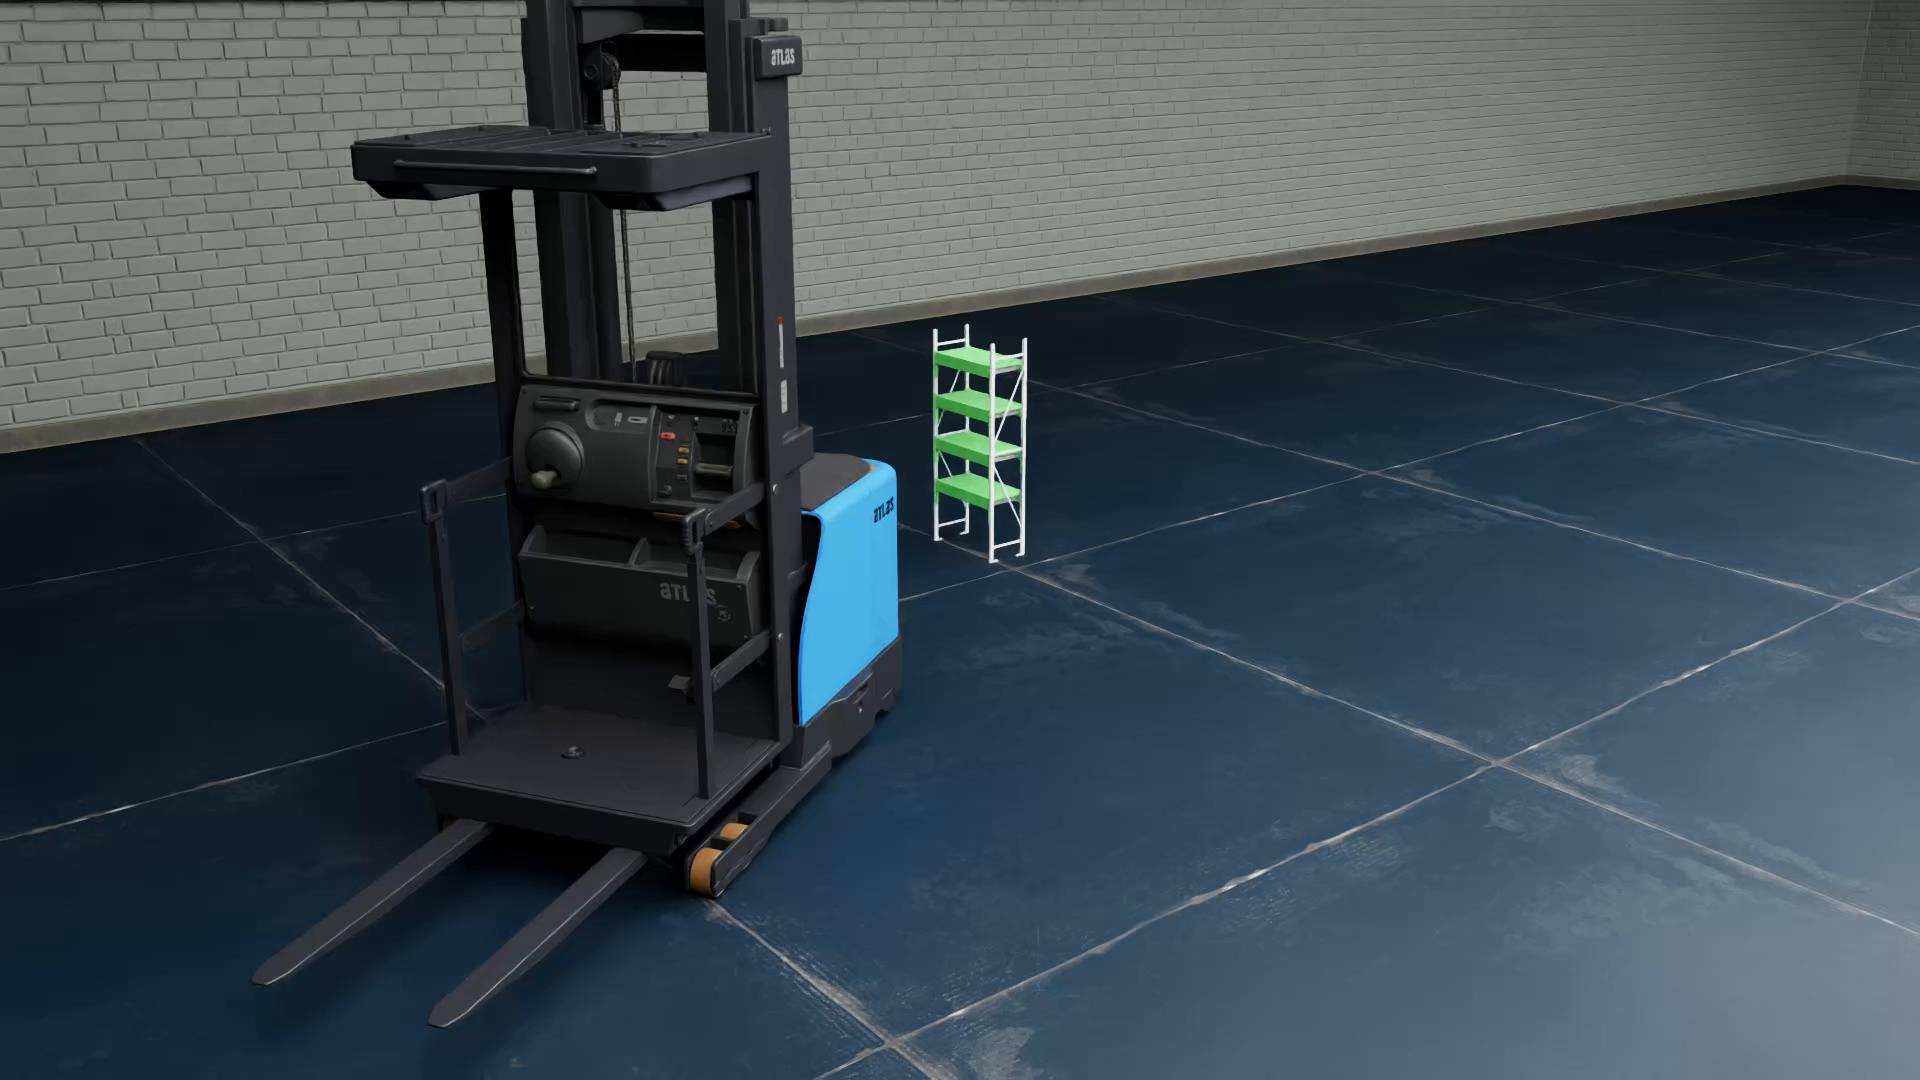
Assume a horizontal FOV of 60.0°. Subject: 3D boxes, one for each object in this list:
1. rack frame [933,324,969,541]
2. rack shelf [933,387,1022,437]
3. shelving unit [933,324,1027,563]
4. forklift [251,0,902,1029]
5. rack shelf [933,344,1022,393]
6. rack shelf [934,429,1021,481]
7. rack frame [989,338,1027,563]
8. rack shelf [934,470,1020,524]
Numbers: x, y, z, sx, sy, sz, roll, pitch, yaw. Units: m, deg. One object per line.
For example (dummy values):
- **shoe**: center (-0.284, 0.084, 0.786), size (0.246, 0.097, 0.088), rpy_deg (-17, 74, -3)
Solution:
- **rack frame**: center (-0.049, -0.589, 9.232), size (0.240, 1.200, 0.015), rpy_deg (-14, 23, -36)
- **rack shelf**: center (0.103, -0.696, 8.995), size (0.258, 0.148, 0.480), rpy_deg (-14, 23, -36)
- **shelving unit**: center (0.103, -0.529, 9.051), size (0.258, 1.200, 0.503), rpy_deg (-14, 23, -36)
- **forklift**: center (-1.226, -0.317, 5.658), size (1.130, 2.935, 3.031), rpy_deg (6, 19, 19)
- **rack shelf**: center (0.103, -0.924, 8.920), size (0.258, 0.148, 0.480), rpy_deg (-14, 23, -36)
- **rack shelf**: center (0.103, -0.468, 9.071), size (0.258, 0.148, 0.480), rpy_deg (-14, 23, -36)
- **rack frame**: center (0.254, -0.469, 8.869), size (0.240, 1.200, 0.015), rpy_deg (-14, 23, -36)
- **rack shelf**: center (0.103, -0.240, 9.146), size (0.258, 0.148, 0.480), rpy_deg (-14, 23, -36)
